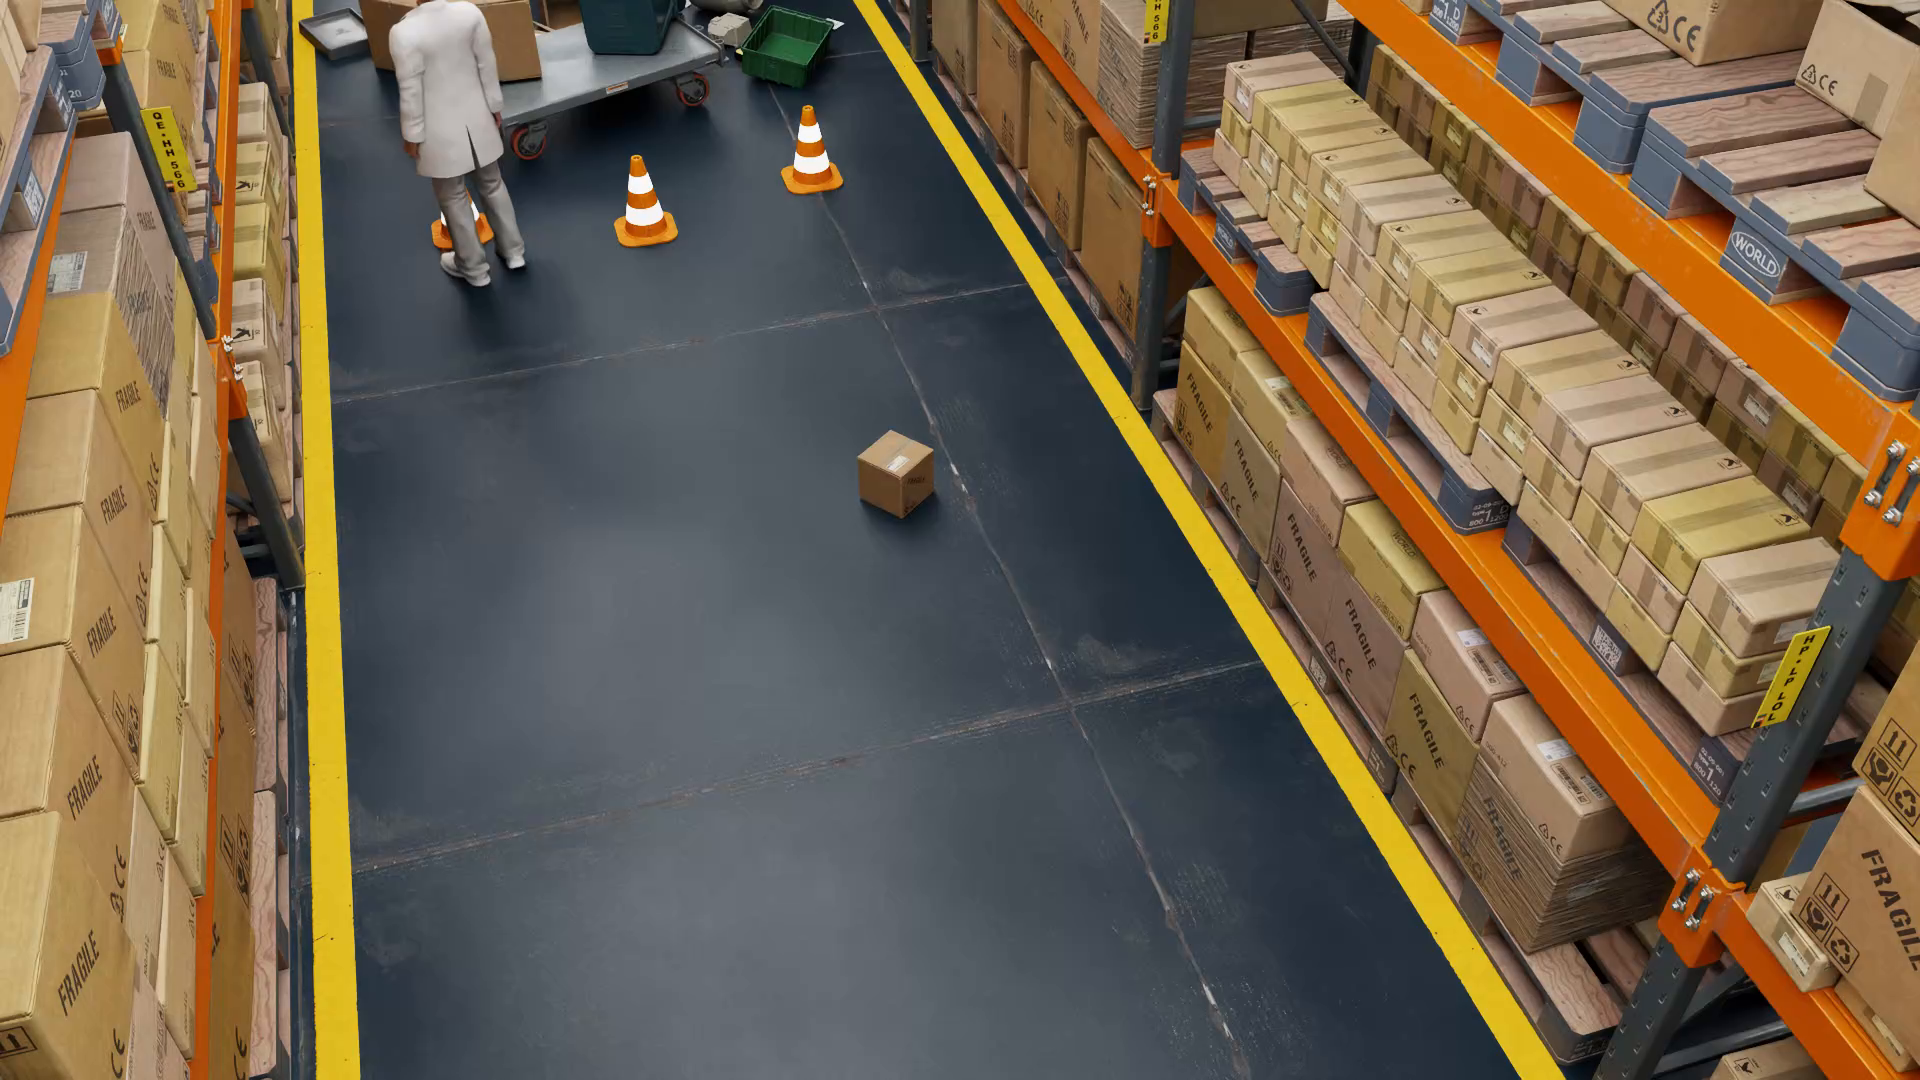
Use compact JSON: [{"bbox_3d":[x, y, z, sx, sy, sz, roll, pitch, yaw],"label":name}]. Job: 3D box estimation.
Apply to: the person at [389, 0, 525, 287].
[{"bbox_3d":[-2.645,-2.160,8.608,0.385,1.809,0.575,33,51,31],"label":"person"}]
